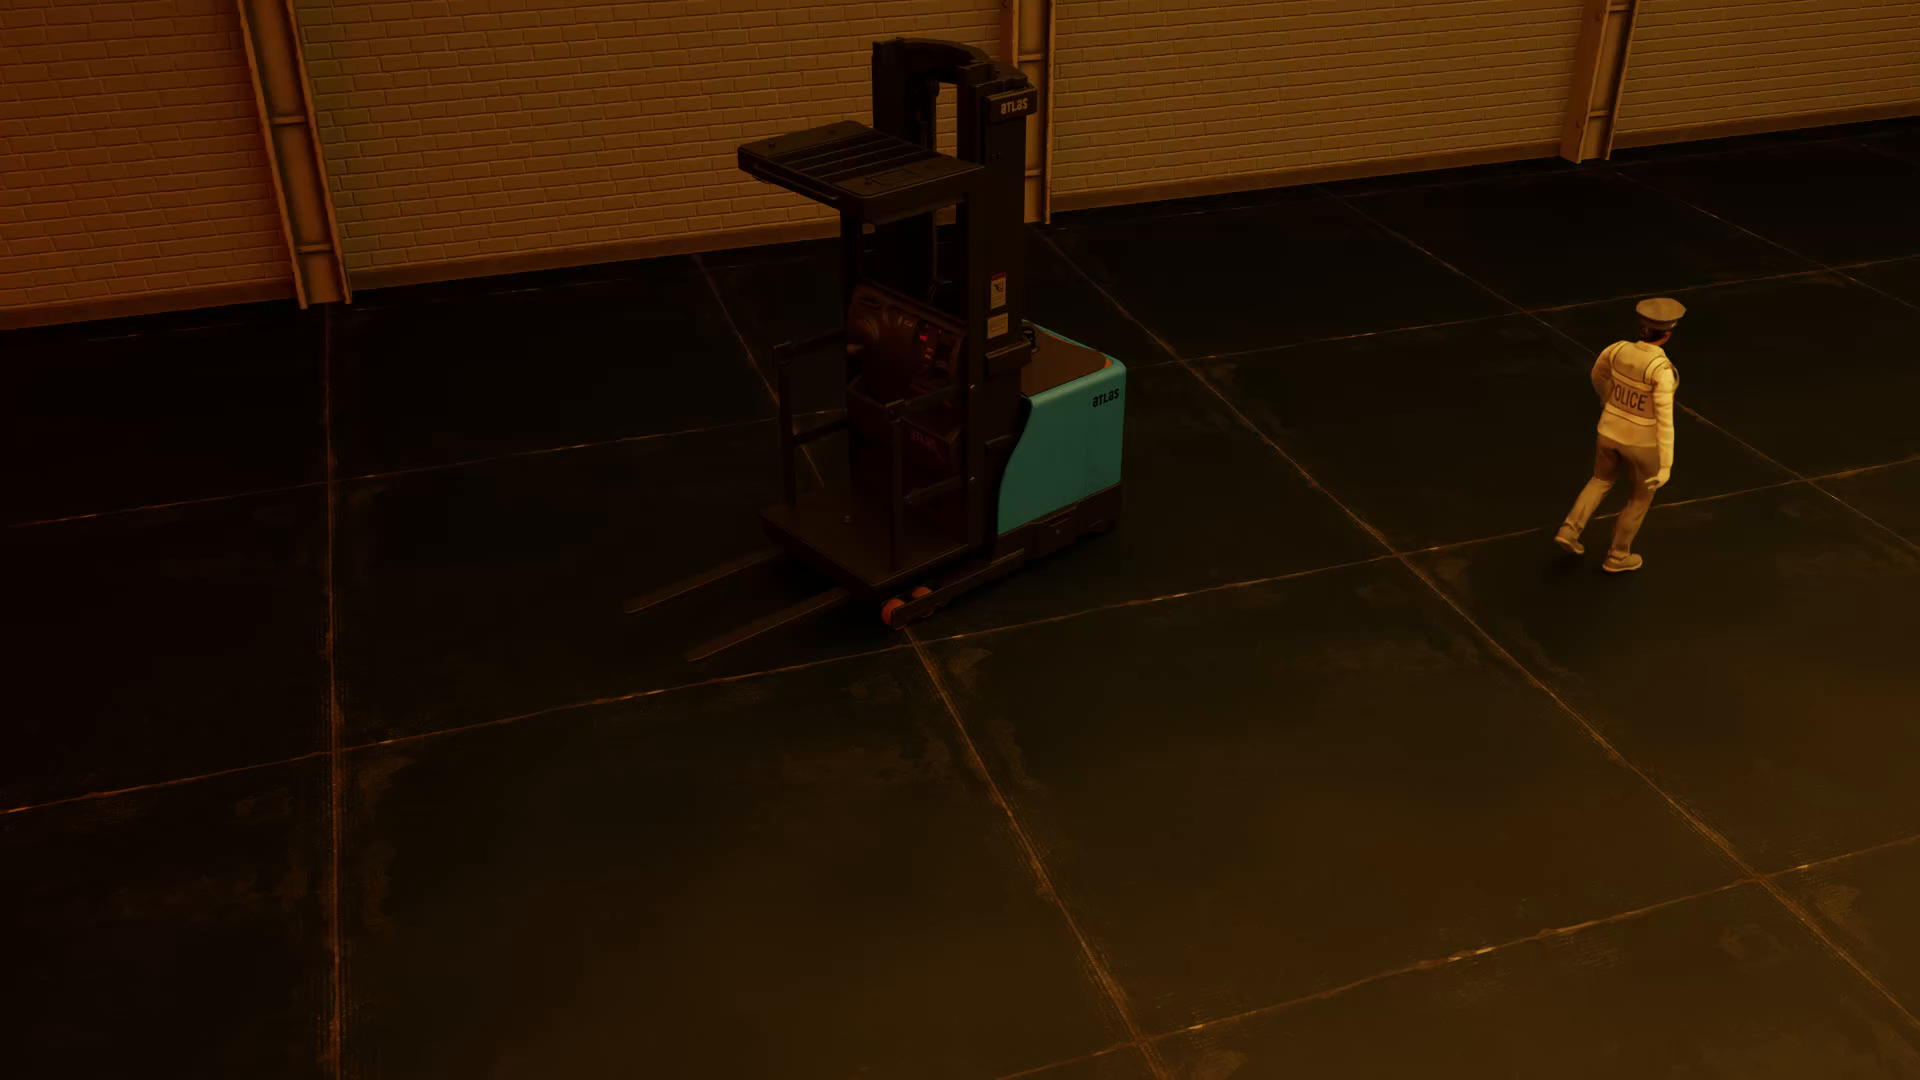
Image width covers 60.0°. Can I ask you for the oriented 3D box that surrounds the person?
[{"bbox_3d":[3.745,-0.553,9.341,0.555,1.651,0.721,-18,35,-29],"label":"person"}]

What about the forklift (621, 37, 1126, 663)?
[{"bbox_3d":[-0.461,-1.072,8.951,3.031,2.935,1.130,-23,37,-34],"label":"forklift"}]
